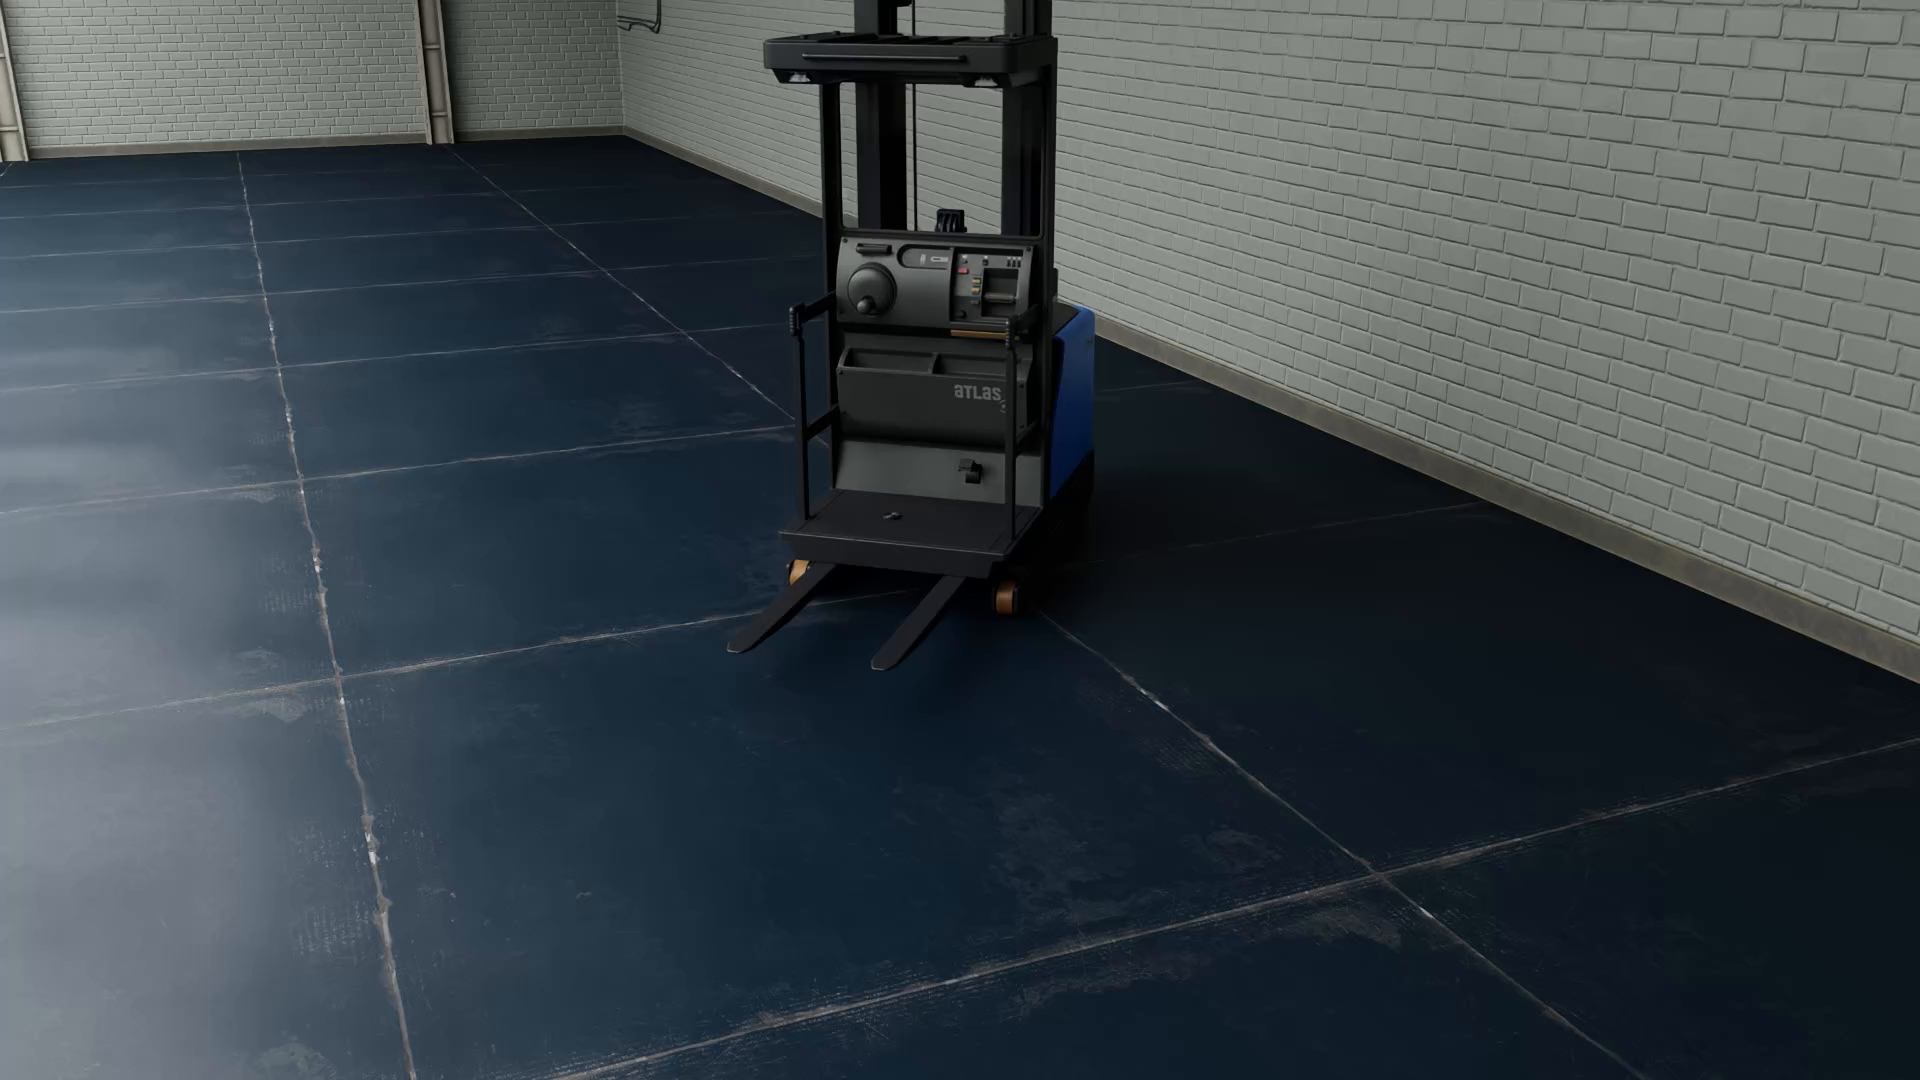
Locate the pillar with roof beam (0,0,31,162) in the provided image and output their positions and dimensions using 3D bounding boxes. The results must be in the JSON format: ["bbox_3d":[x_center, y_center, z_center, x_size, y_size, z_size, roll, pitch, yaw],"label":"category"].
[{"bbox_3d":[-12.076,-8.466,19.017,0.400,9.000,9.100,-8,21,-22],"label":"pillar with roof beam"}]

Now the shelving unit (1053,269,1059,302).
[{"bbox_3d":[0.384,-0.903,9.257,0.258,1.200,0.189,5,13,15],"label":"shelving unit"}]

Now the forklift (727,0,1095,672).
[{"bbox_3d":[-0.177,-1.182,7.467,1.130,2.935,3.031,6,20,15],"label":"forklift"}]

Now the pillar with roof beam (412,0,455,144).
[{"bbox_3d":[-6.567,-9.256,21.259,0.400,9.000,9.100,-8,21,-22],"label":"pillar with roof beam"}]

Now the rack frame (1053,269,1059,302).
[{"bbox_3d":[0.409,-0.921,9.343,0.240,1.200,0.006,5,13,15],"label":"rack frame"}]

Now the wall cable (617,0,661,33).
[{"bbox_3d":[-5.043,-9.088,25.459,0.112,2.526,3.097,-8,21,-22],"label":"wall cable"}]
